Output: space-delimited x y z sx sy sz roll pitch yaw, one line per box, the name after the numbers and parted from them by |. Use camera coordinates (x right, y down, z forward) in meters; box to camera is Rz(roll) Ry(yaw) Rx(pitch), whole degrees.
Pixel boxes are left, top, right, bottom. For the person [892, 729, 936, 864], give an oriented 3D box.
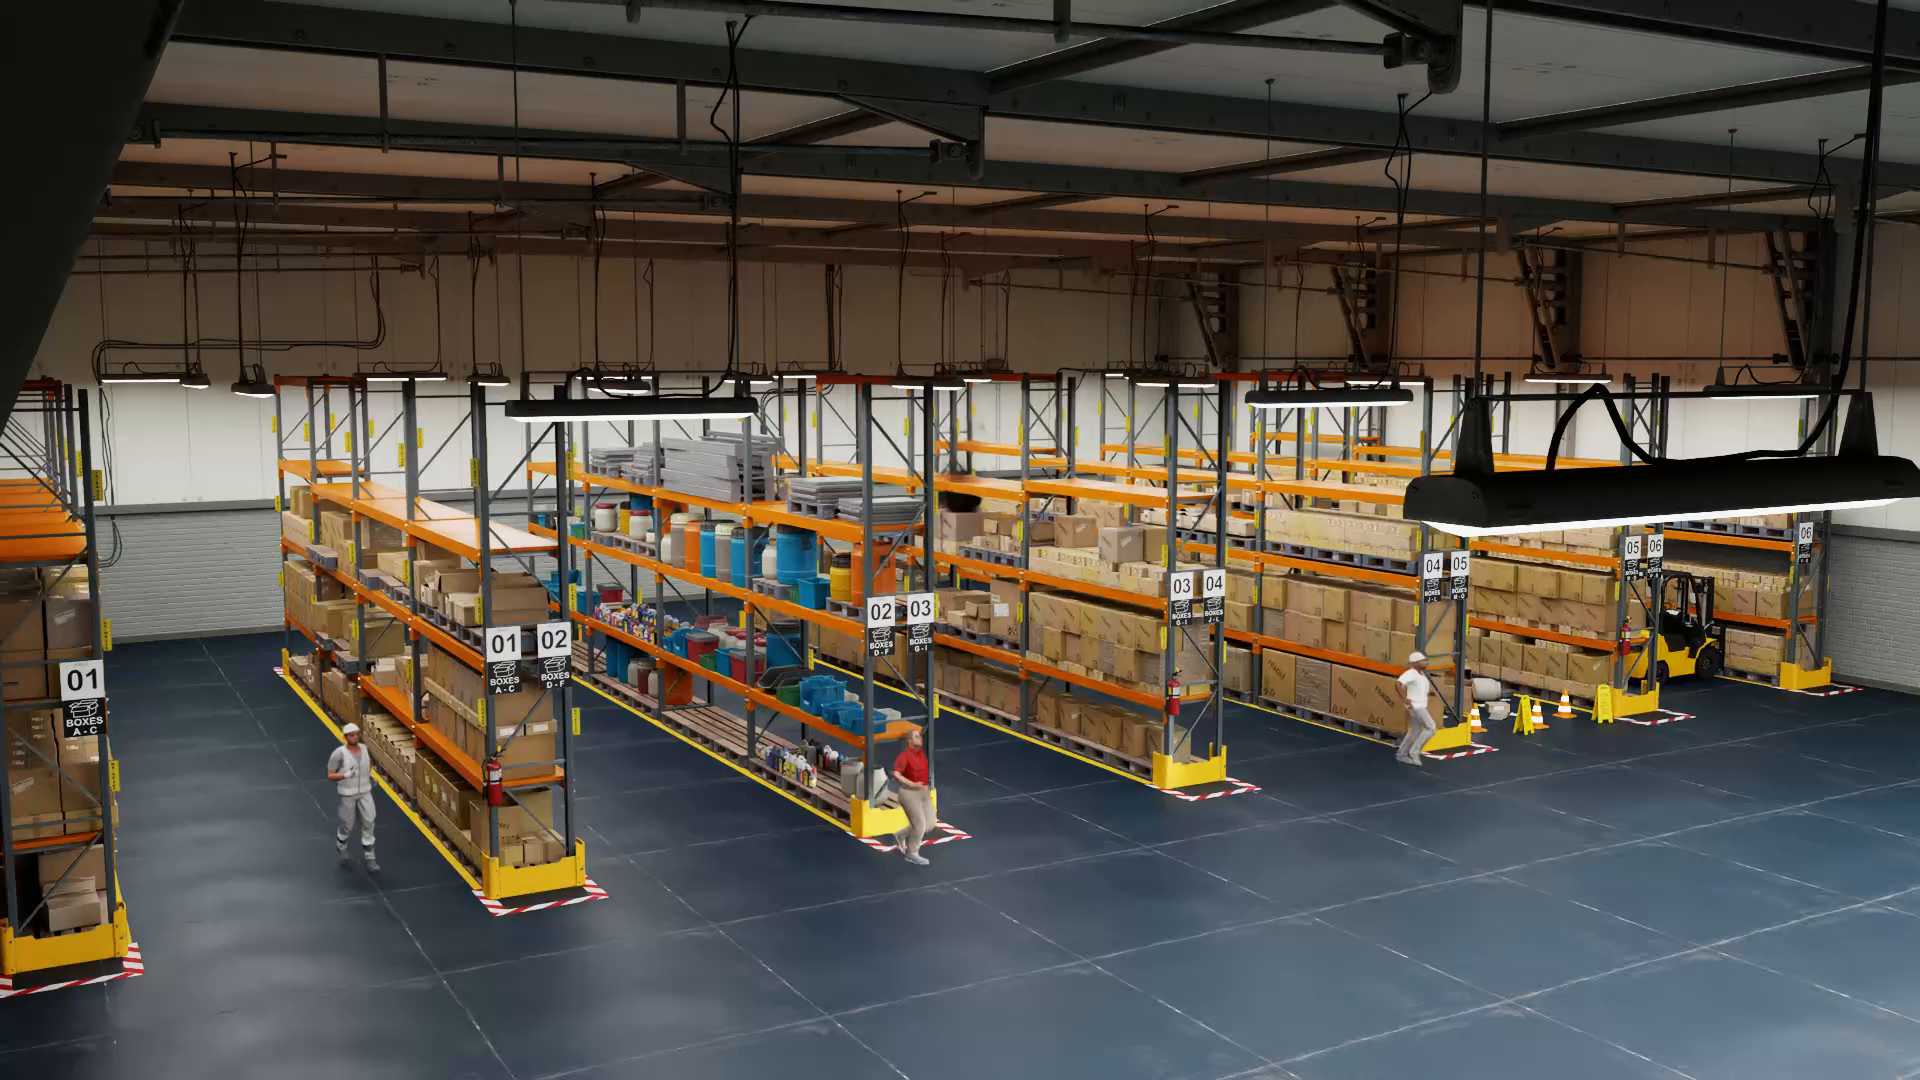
-0.582 3.219 20.919 0.631 1.701 0.701 3 7 29 | person

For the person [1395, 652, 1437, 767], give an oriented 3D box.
7.147 2.633 26.007 0.632 1.762 0.721 2 7 20 | person

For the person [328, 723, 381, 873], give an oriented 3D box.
-7.490 3.157 20.578 0.645 1.800 0.899 -6 8 -42 | person
